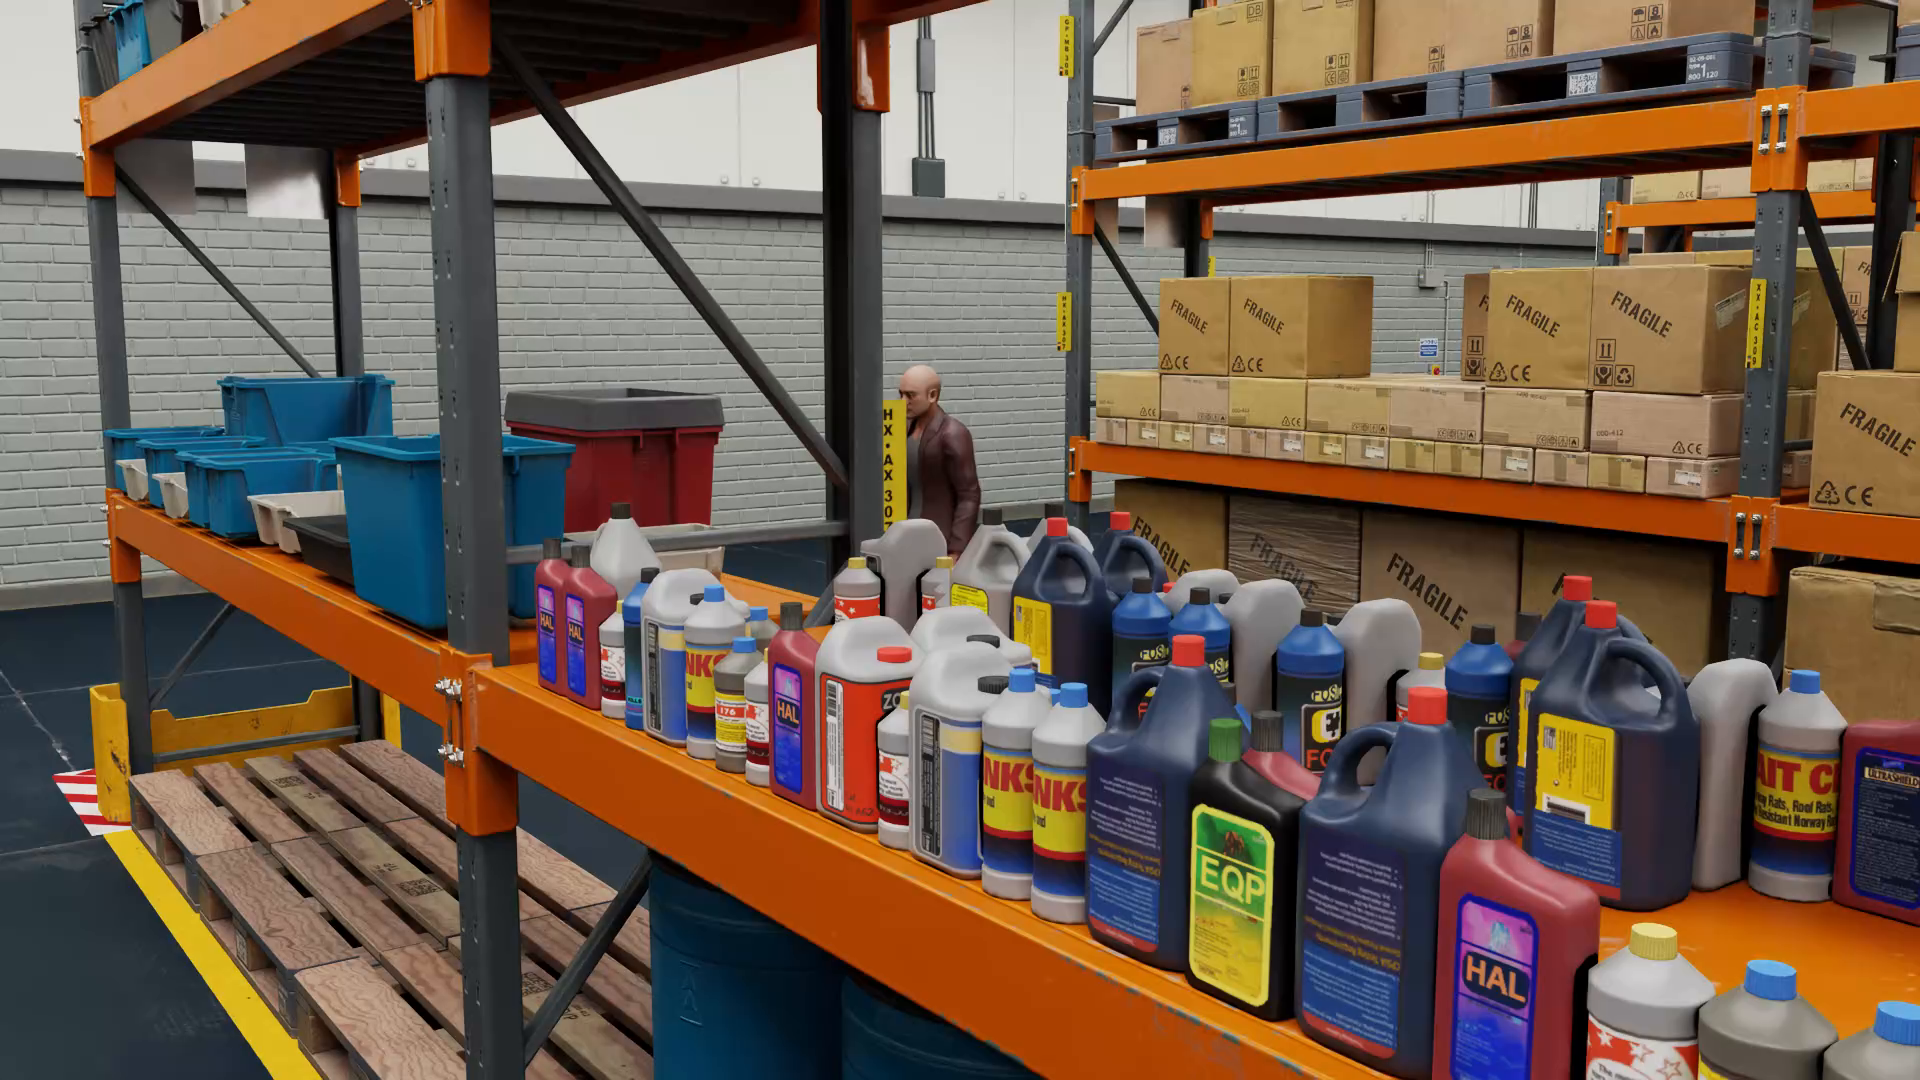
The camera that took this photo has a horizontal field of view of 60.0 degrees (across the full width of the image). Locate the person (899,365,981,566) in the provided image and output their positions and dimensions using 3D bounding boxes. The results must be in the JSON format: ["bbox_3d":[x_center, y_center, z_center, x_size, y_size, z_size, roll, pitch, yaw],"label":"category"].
[{"bbox_3d":[-0.165,0.135,8.032,0.427,1.590,0.635,-6,10,-38],"label":"person"}]
